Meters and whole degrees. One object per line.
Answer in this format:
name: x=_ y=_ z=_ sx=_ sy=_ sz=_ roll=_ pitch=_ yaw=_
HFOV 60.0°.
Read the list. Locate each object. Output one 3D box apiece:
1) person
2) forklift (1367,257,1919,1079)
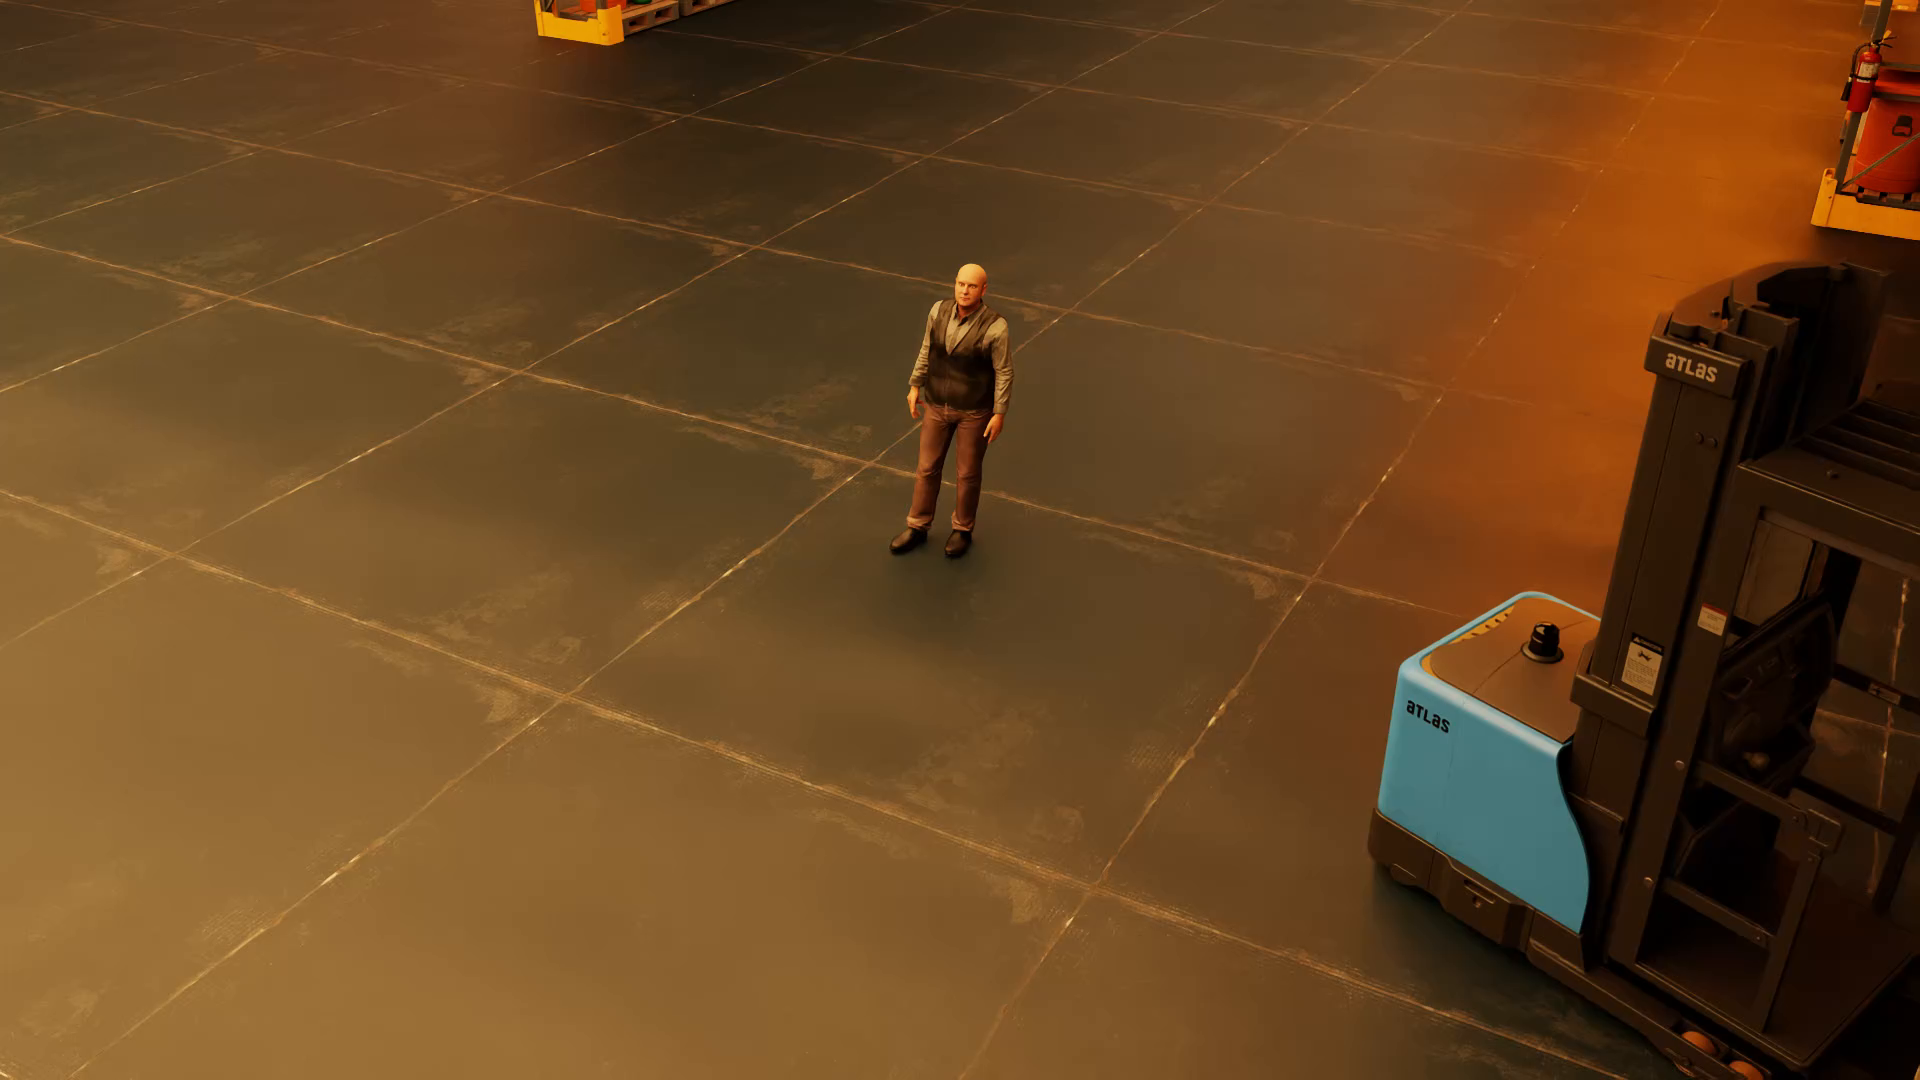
person: x=-0.037 y=-0.726 z=9.524 sx=0.634 sy=1.722 sz=0.566 roll=15 pitch=33 yaw=25
forklift: x=3.157 y=0.587 z=6.053 sx=1.130 sy=2.935 sz=3.031 roll=-23 pitch=37 yaw=-34
